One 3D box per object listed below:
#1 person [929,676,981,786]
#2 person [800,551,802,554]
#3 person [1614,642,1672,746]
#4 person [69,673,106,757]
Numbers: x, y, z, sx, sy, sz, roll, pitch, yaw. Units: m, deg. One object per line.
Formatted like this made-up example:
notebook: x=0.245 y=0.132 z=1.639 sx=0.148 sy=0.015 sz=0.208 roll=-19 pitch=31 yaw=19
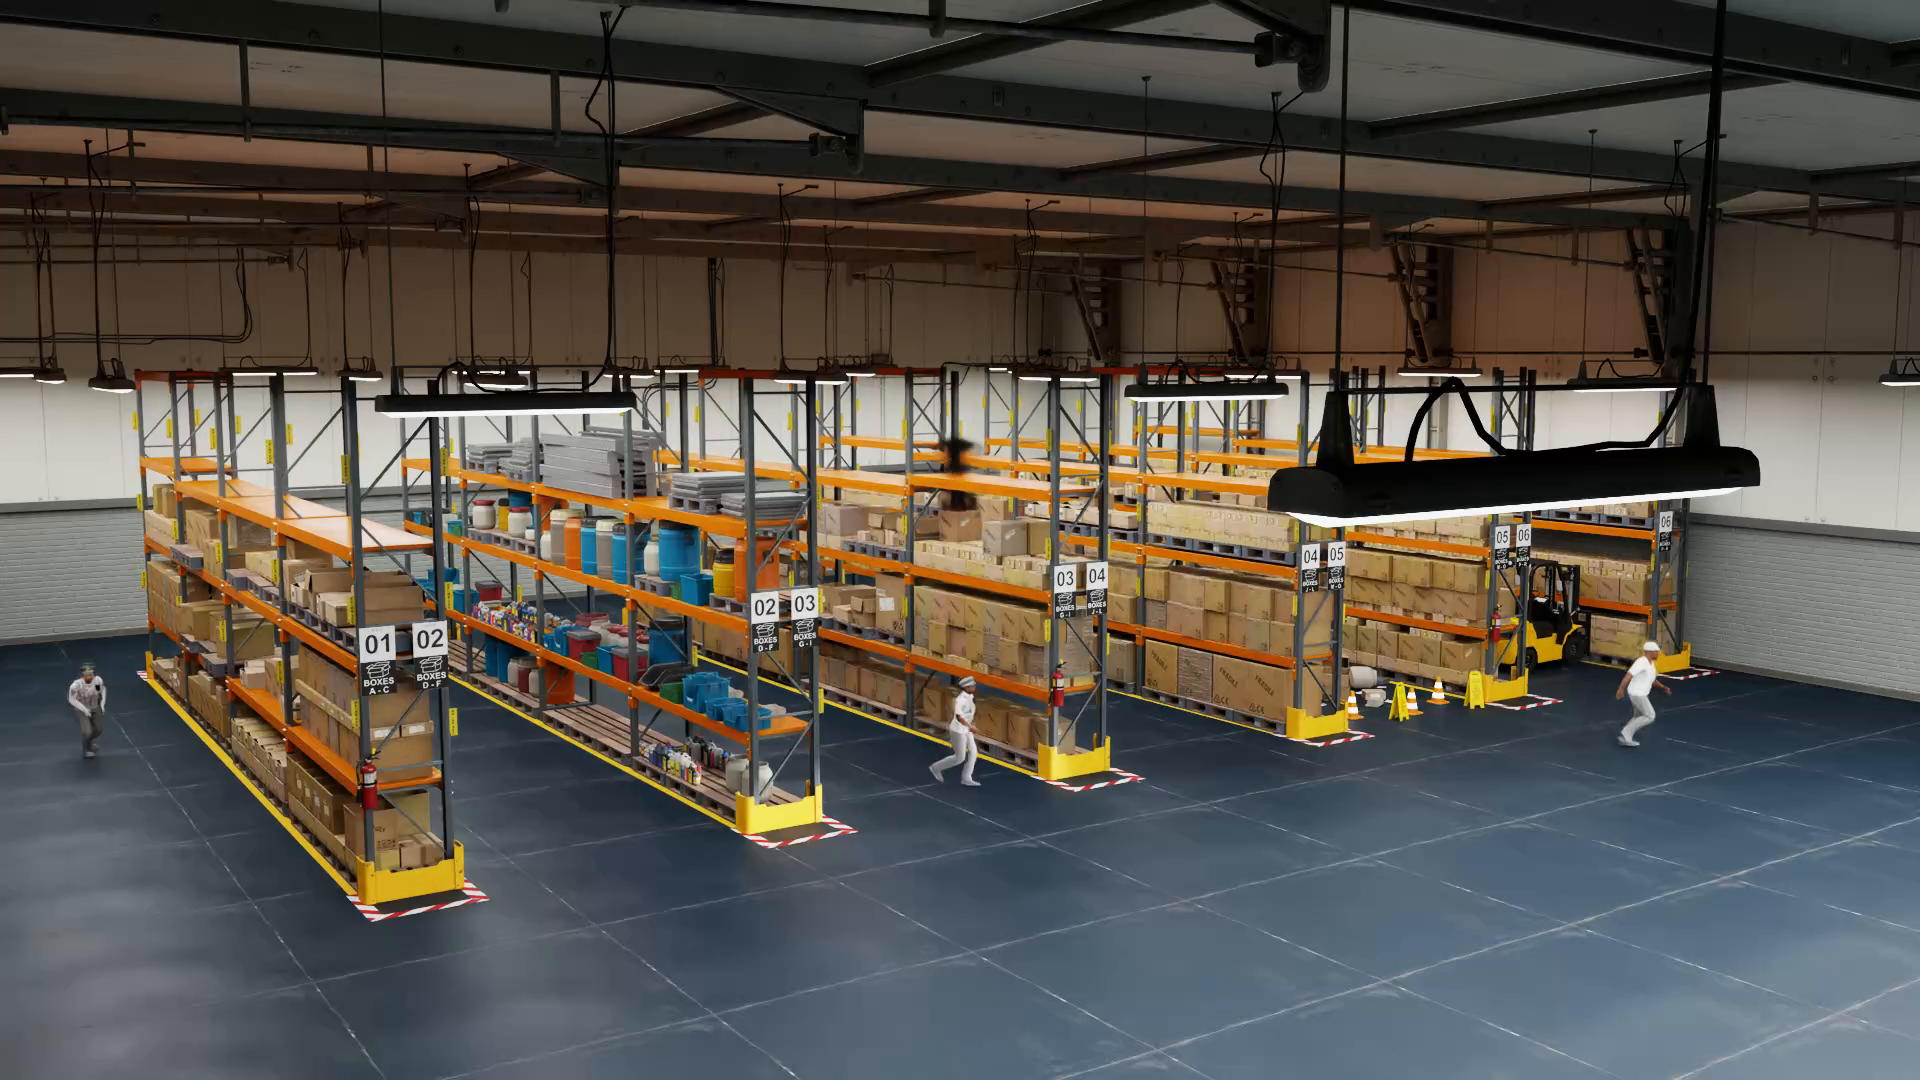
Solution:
person: x=-0.062 y=2.784 z=24.304 sx=0.762 sy=1.651 sz=0.573 roll=2 pitch=7 yaw=14
person: x=-3.729 y=1.119 z=38.433 sx=0.647 sy=1.754 sz=0.640 roll=-5 pitch=8 yaw=-35
person: x=10.943 y=2.468 z=26.606 sx=0.791 sy=1.701 sz=0.711 roll=4 pitch=7 yaw=29
person: x=-13.657 y=2.658 z=25.991 sx=0.807 sy=1.498 sz=0.583 roll=5 pitch=8 yaw=38
